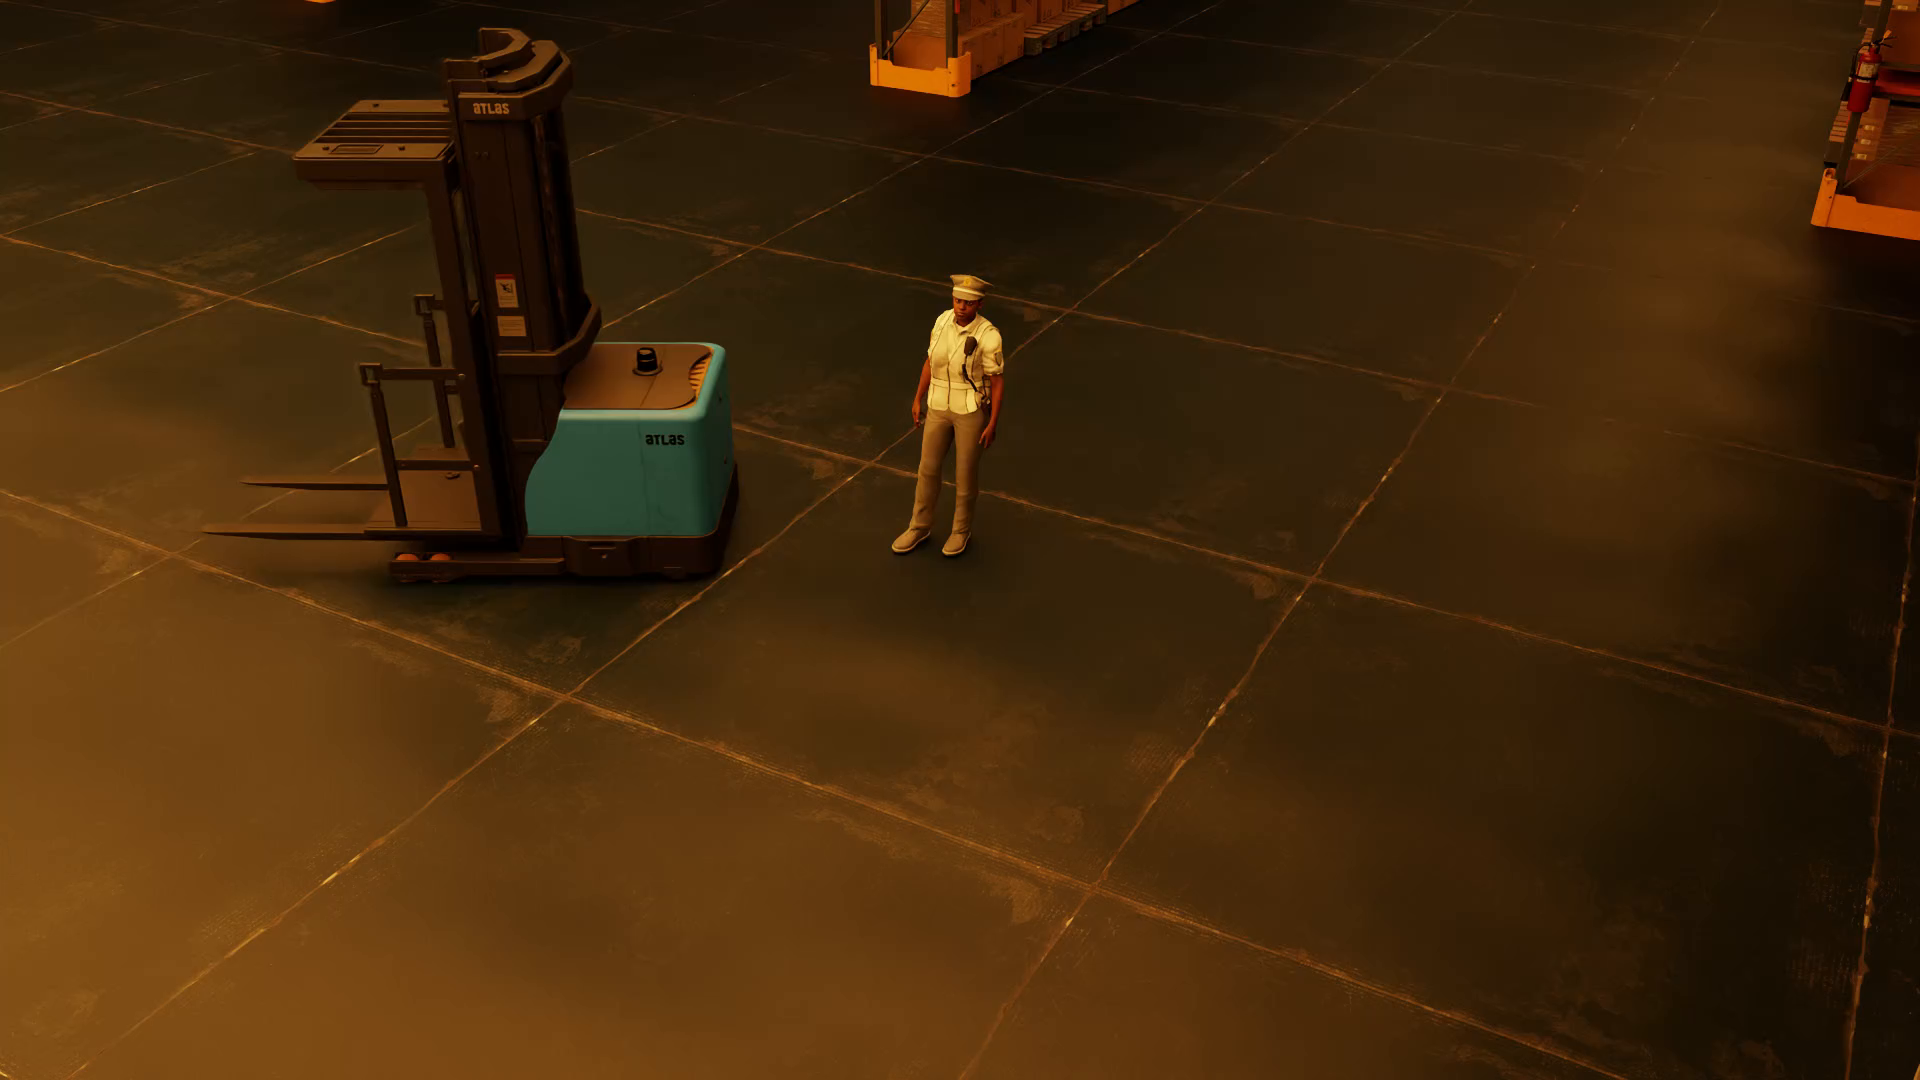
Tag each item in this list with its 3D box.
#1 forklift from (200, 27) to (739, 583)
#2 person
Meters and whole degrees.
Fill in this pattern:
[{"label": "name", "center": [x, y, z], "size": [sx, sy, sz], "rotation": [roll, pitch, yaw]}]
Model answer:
[{"label": "forklift", "center": [-2.893, -1.286, 9.298], "size": [3.031, 2.935, 1.130], "rotation": [0, 30, 1]}, {"label": "person", "center": [-0.053, -0.712, 9.527], "size": [0.570, 1.695, 0.530], "rotation": [15, 33, 25]}]
